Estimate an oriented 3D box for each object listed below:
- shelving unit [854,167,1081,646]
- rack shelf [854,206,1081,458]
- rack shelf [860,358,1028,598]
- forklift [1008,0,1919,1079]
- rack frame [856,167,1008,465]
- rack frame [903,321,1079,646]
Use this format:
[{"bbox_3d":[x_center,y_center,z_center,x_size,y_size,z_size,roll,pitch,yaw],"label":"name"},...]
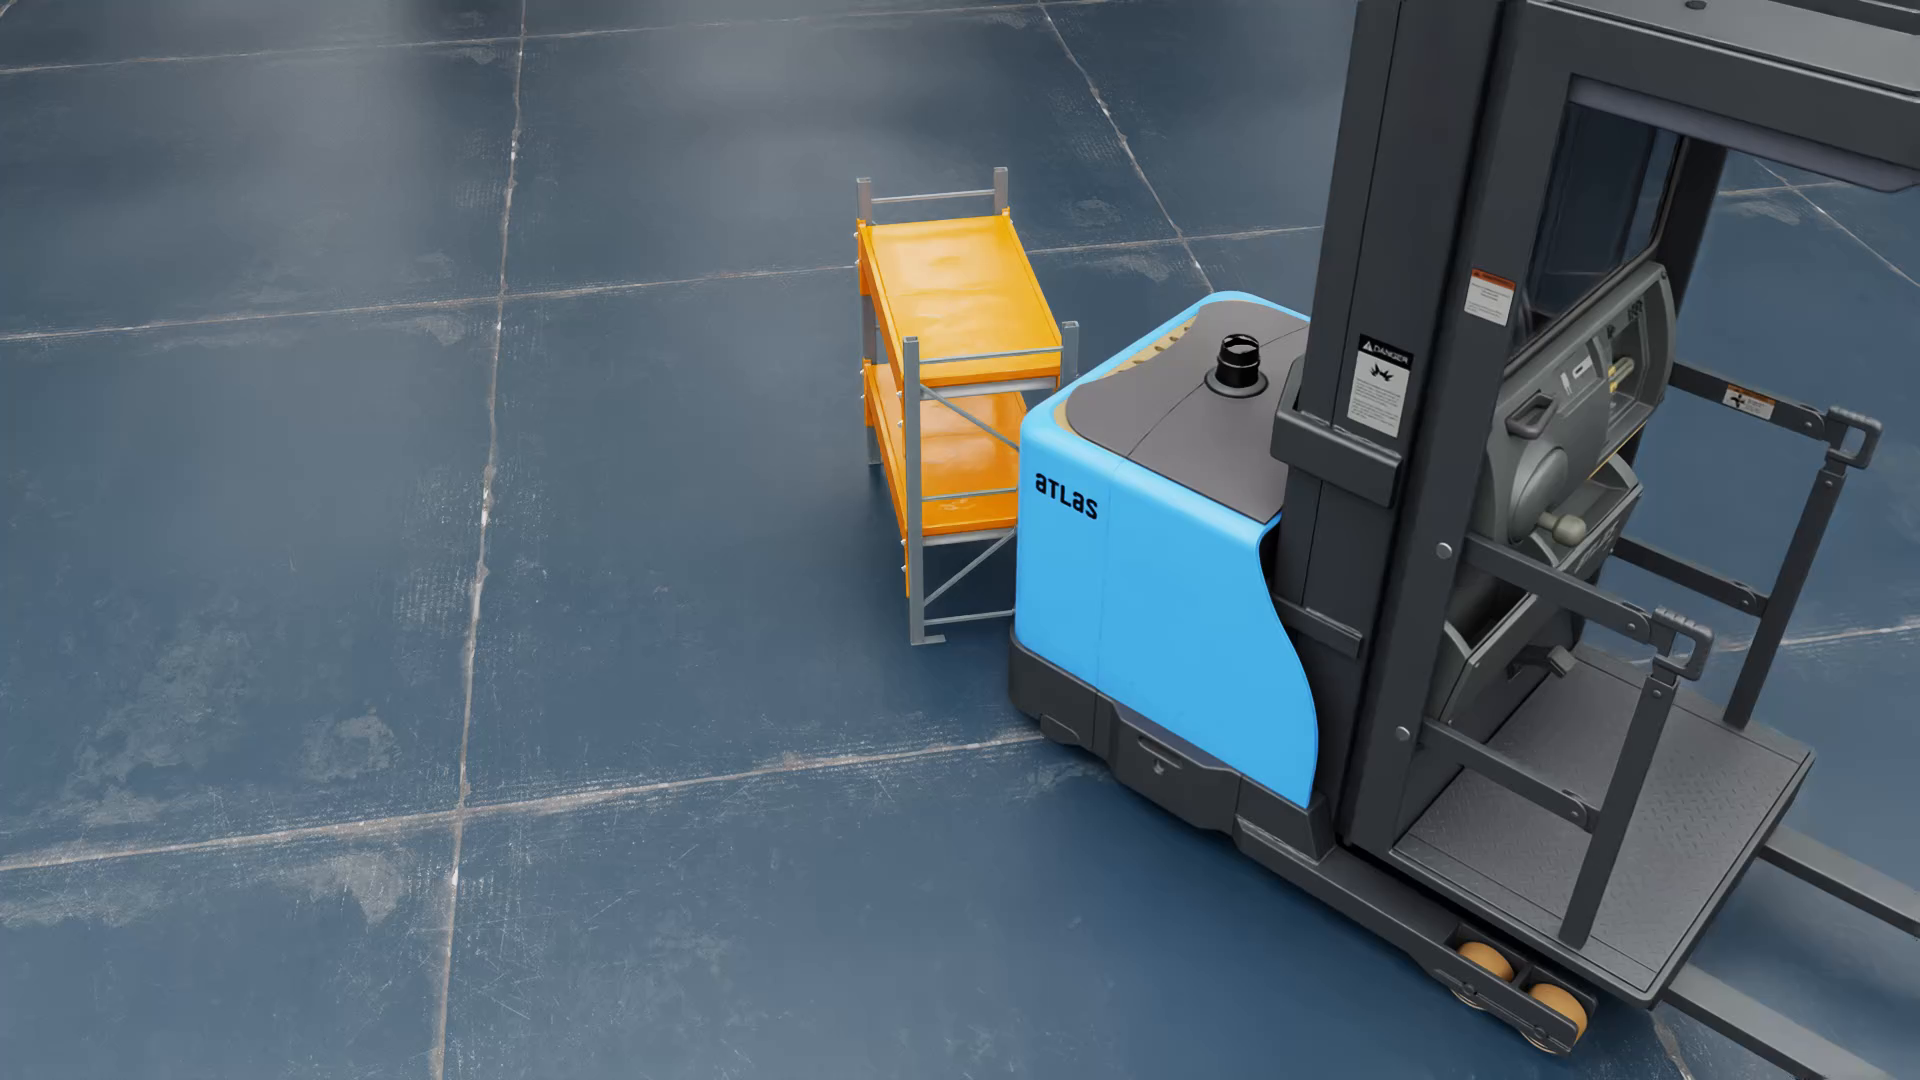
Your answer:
[{"bbox_3d":[-0.001,-0.448,5.410,0.538,1.125,1.048,-6,38,-8],"label":"shelving unit"},{"bbox_3d":[-0.001,-0.679,5.231,0.538,0.278,1.000,-6,38,-8],"label":"rack shelf"},{"bbox_3d":[-0.001,-0.255,5.560,0.538,0.278,1.000,-6,38,-8],"label":"rack shelf"},{"bbox_3d":[1.580,-0.258,3.693,3.031,2.935,1.130,29,46,32],"label":"forklift"},{"bbox_3d":[-0.090,-0.755,5.805,0.500,1.125,0.032,-6,38,-8],"label":"rack frame"},{"bbox_3d":[0.088,-0.141,5.015,0.500,1.125,0.032,-6,38,-8],"label":"rack frame"}]
